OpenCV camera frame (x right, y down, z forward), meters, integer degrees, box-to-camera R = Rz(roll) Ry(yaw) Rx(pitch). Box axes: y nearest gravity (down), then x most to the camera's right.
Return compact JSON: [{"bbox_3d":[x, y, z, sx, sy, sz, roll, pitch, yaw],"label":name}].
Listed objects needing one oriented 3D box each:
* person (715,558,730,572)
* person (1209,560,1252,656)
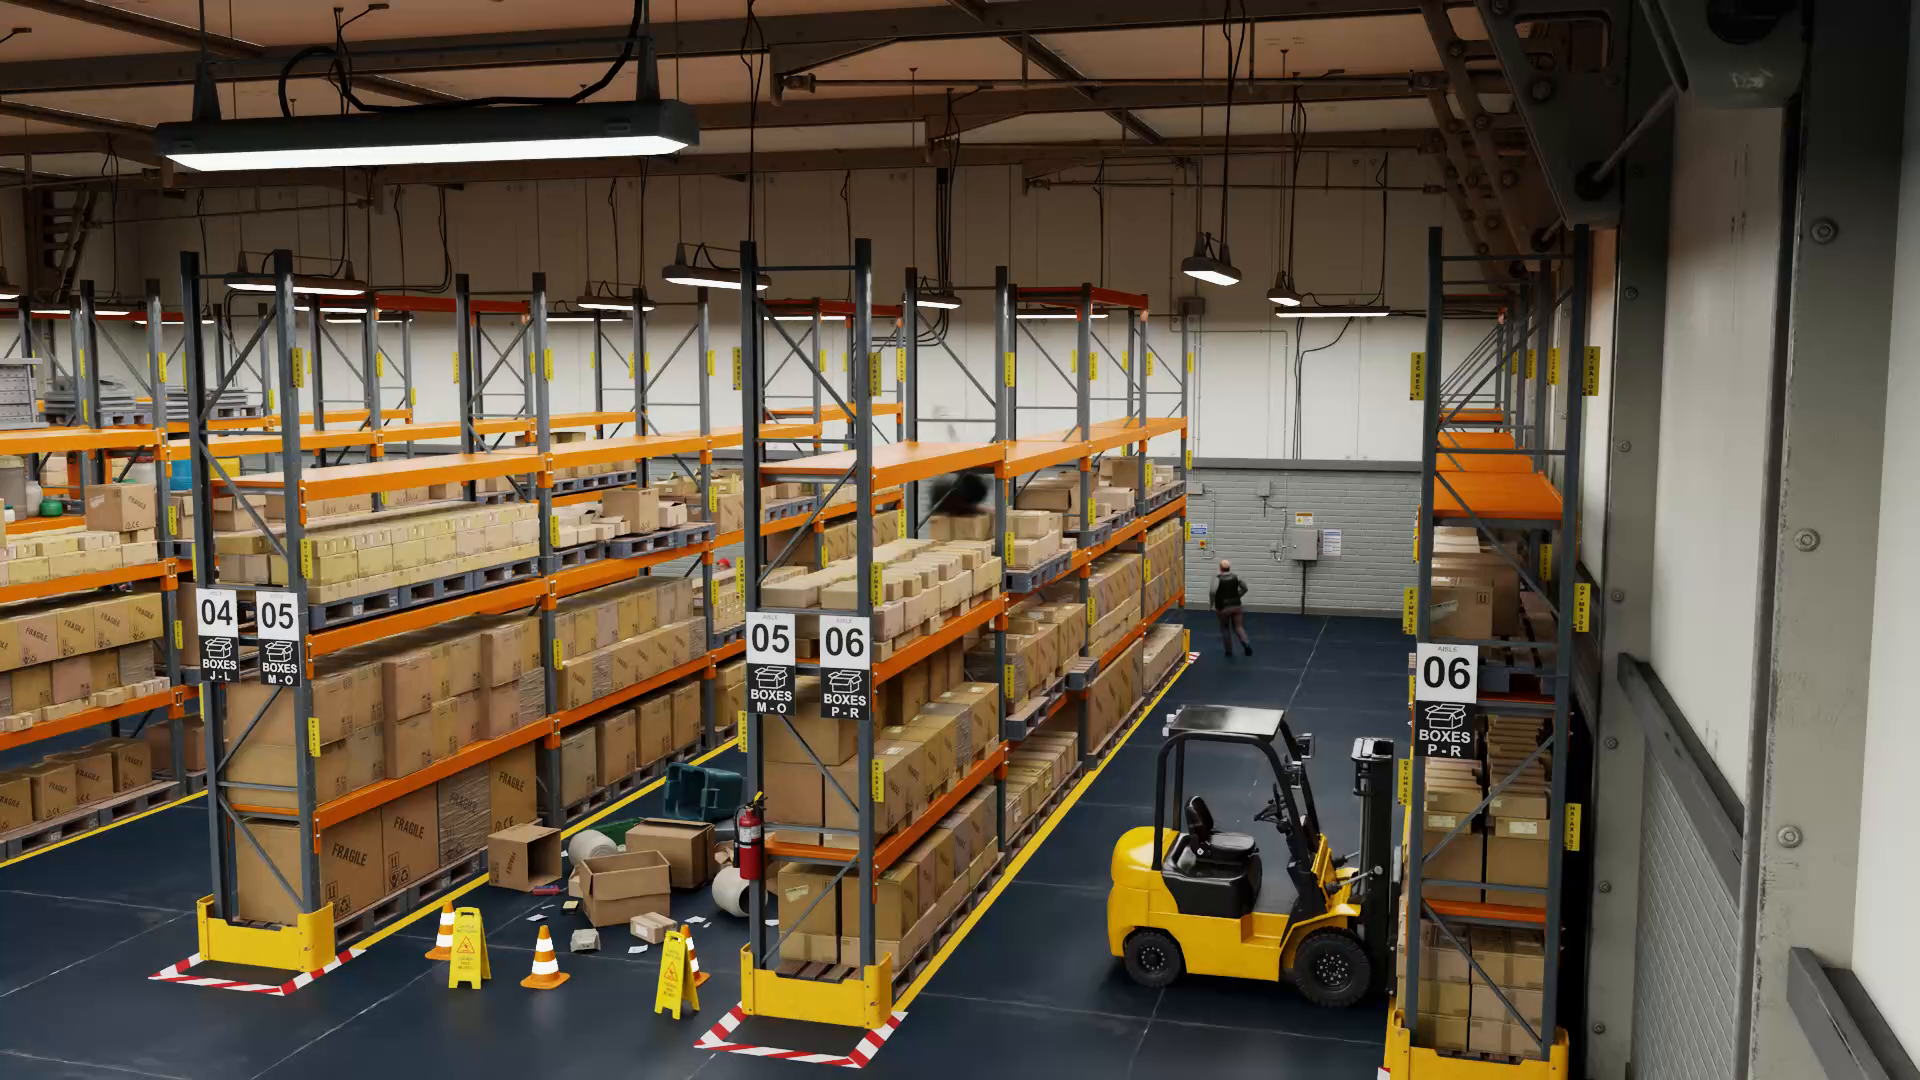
[{"bbox_3d":[-3.872,1.172,27.728,0.679,1.757,0.863,3,7,25],"label":"person"},{"bbox_3d":[4.521,1.166,28.229,0.719,1.687,0.934,-1,6,-9],"label":"person"}]
